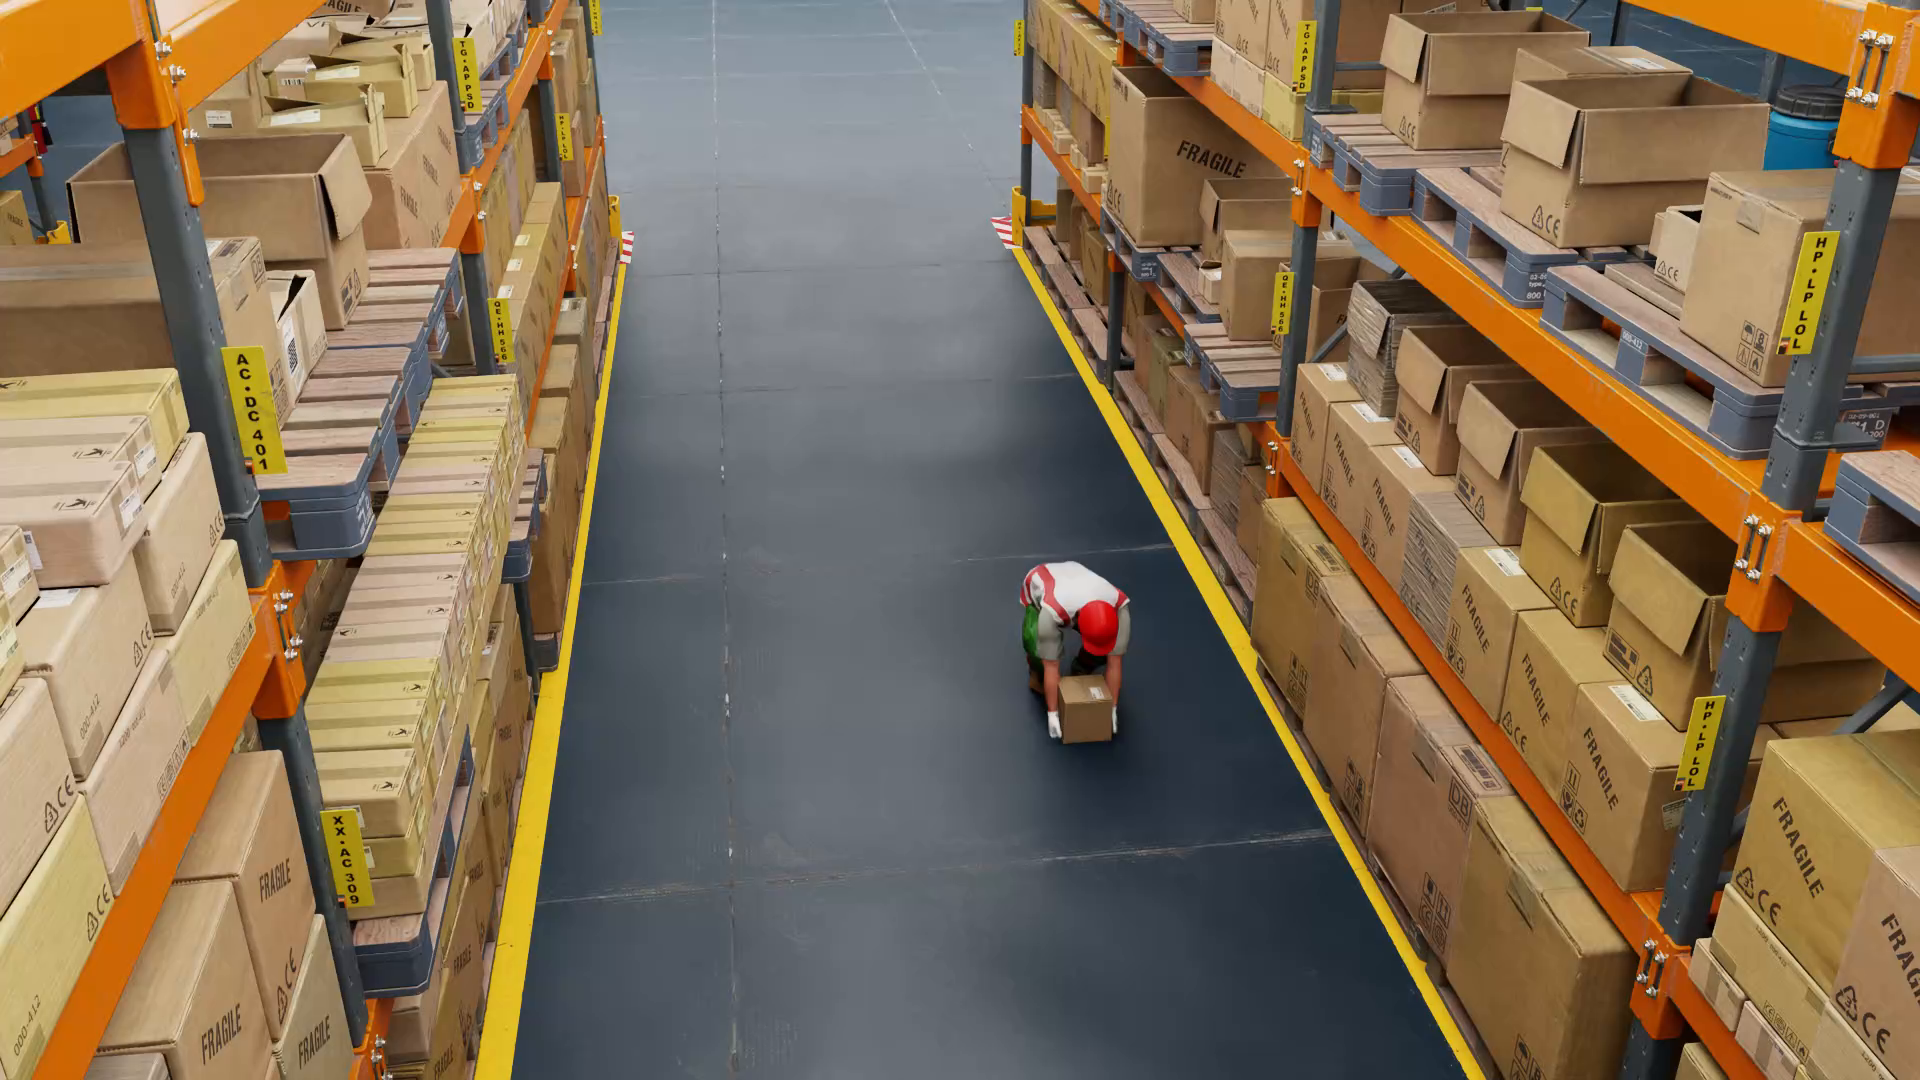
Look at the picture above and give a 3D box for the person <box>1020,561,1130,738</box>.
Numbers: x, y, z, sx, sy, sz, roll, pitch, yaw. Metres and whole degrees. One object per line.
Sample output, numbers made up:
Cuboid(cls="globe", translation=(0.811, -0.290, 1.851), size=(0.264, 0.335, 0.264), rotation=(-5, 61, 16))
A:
Cuboid(cls="person", translation=(0.598, 0.530, 8.745), size=(0.531, 0.841, 0.939), rotation=(-4, 27, -8))
